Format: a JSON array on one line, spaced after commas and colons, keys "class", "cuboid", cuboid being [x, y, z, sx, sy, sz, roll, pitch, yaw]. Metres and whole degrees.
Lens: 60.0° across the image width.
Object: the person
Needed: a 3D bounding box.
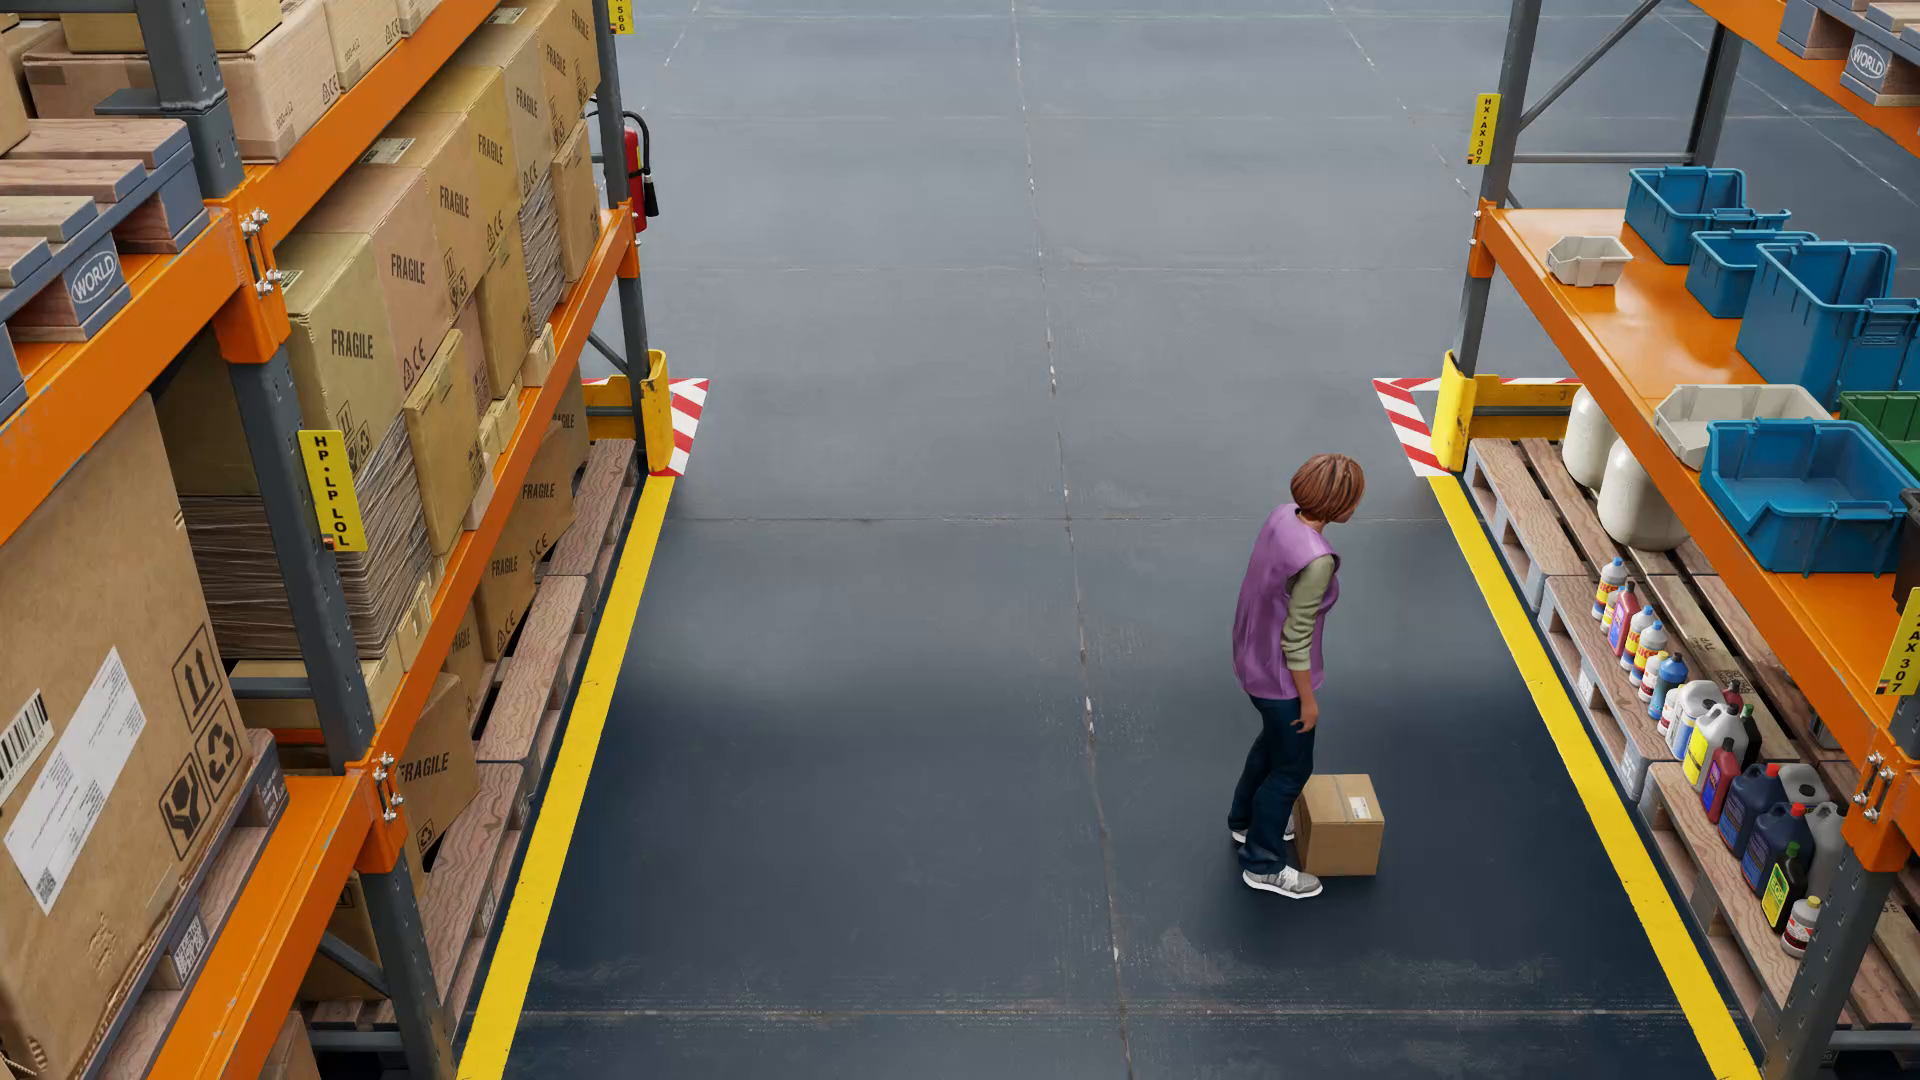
[{"class": "person", "cuboid": [1.080, 0.433, 5.453, 0.329, 1.592, 0.474, -2, 32, -3]}]
